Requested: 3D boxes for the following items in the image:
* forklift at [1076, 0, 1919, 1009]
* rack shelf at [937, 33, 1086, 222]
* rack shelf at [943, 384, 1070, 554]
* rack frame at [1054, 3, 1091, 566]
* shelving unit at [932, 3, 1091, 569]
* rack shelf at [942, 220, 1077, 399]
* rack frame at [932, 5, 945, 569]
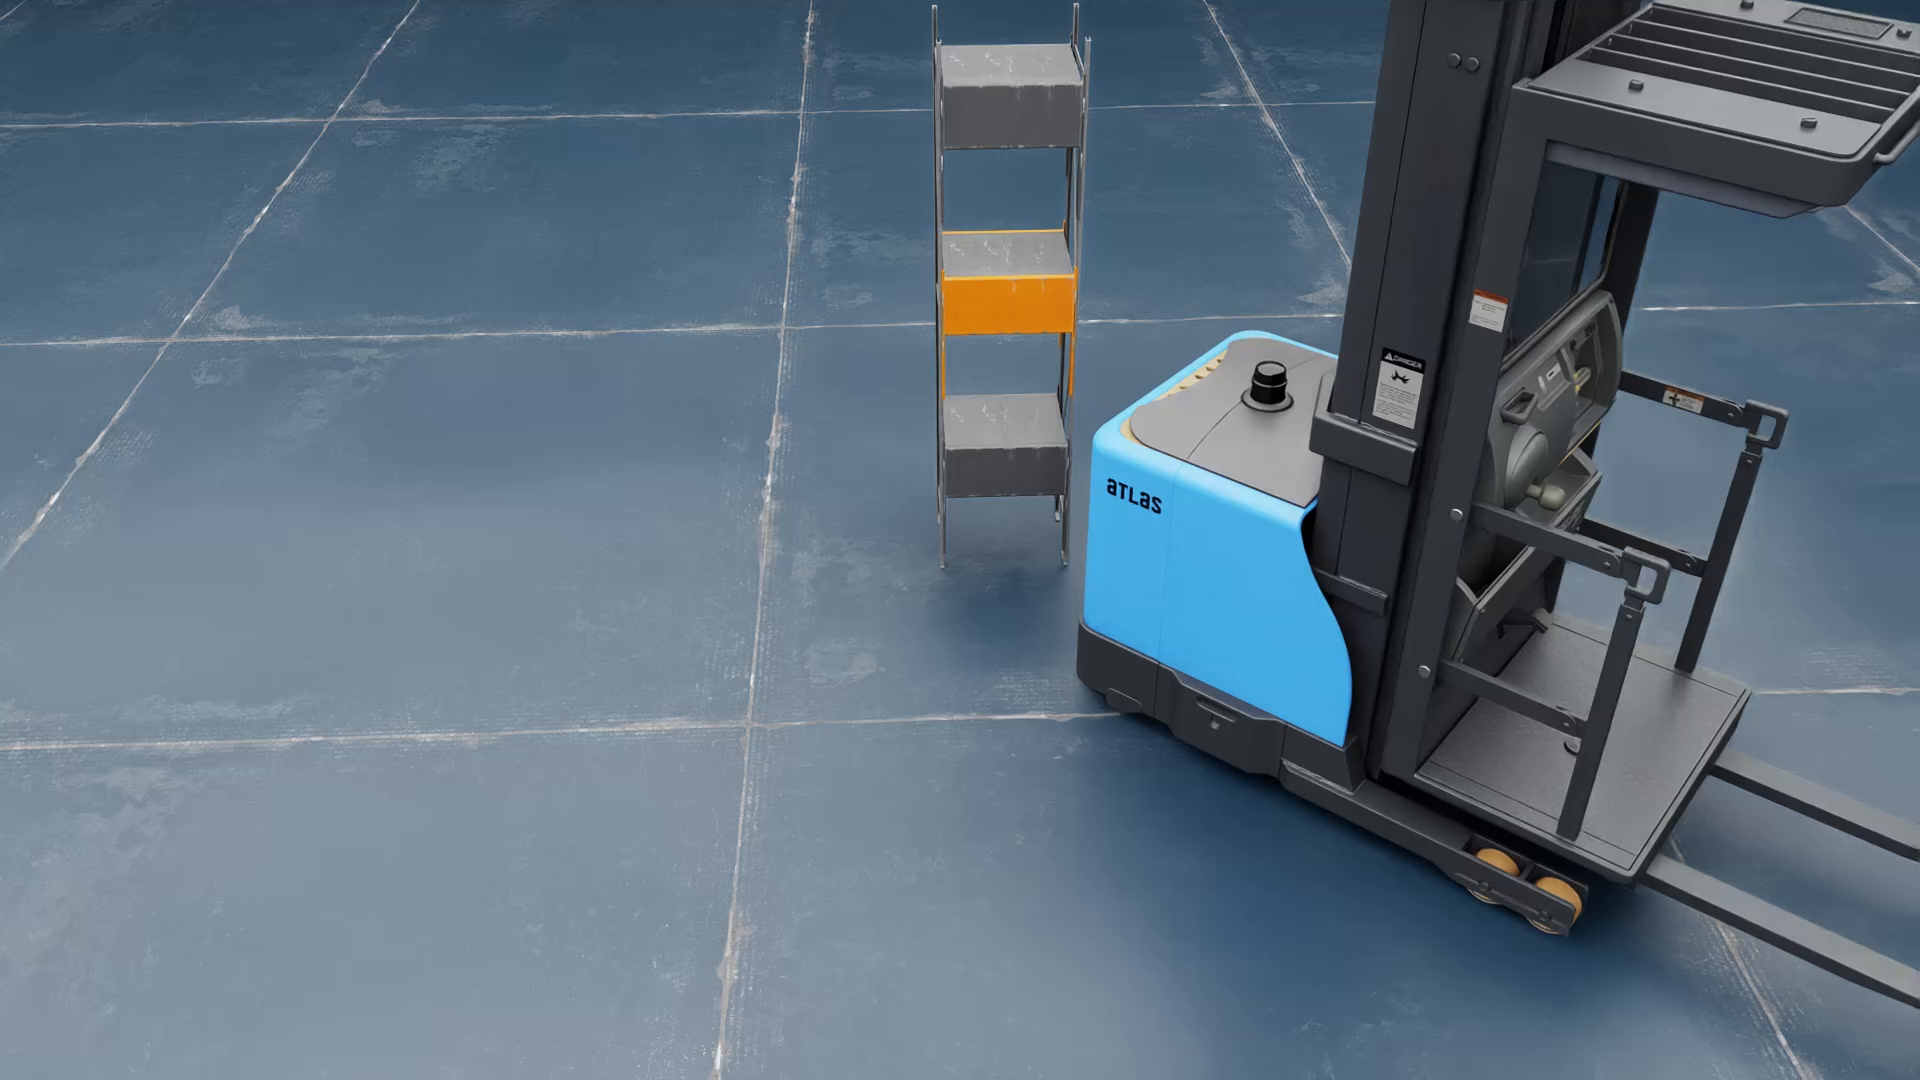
[{"bbox_3d":[1.881,-0.359,4.694,3.031,2.935,1.130,25,42,31],"label":"forklift"},{"bbox_3d":[0.165,-1.432,5.768,0.480,0.518,0.431,-2,35,-2],"label":"rack shelf"},{"bbox_3d":[0.165,-0.281,6.565,0.480,0.518,0.431,-2,35,-2],"label":"rack shelf"},{"bbox_3d":[0.409,-0.874,6.168,0.015,2.100,0.400,-2,35,-2],"label":"rack frame"},{"bbox_3d":[0.165,-0.868,6.159,0.503,2.100,0.431,-2,35,-2],"label":"shelving unit"},{"bbox_3d":[0.165,-0.857,6.167,0.480,0.518,0.431,-2,35,-2],"label":"rack shelf"},{"bbox_3d":[-0.078,-0.861,6.149,0.015,2.100,0.400,-2,35,-2],"label":"rack frame"}]
